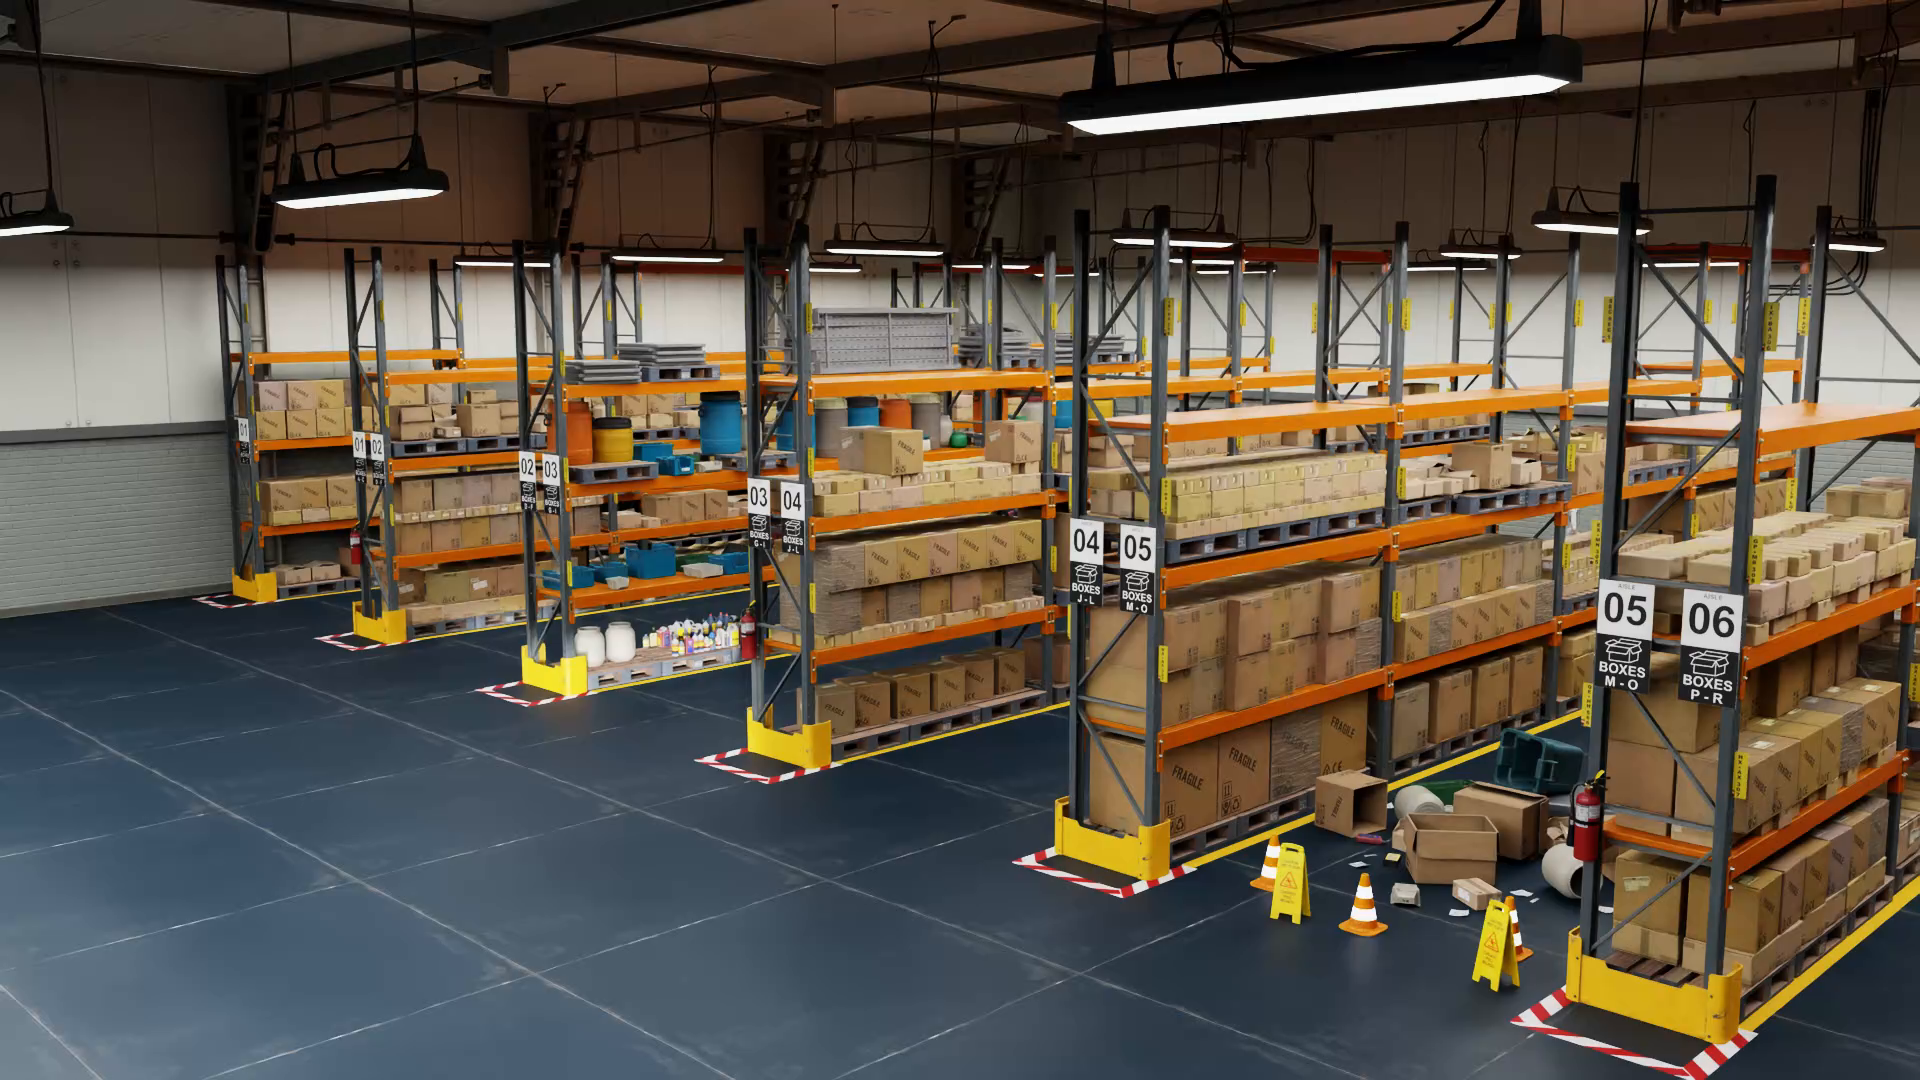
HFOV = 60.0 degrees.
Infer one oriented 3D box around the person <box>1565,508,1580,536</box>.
[{"bbox_3d":[11.803,-0.145,31.945,0.842,1.558,0.391,6,10,34],"label":"person"}]
